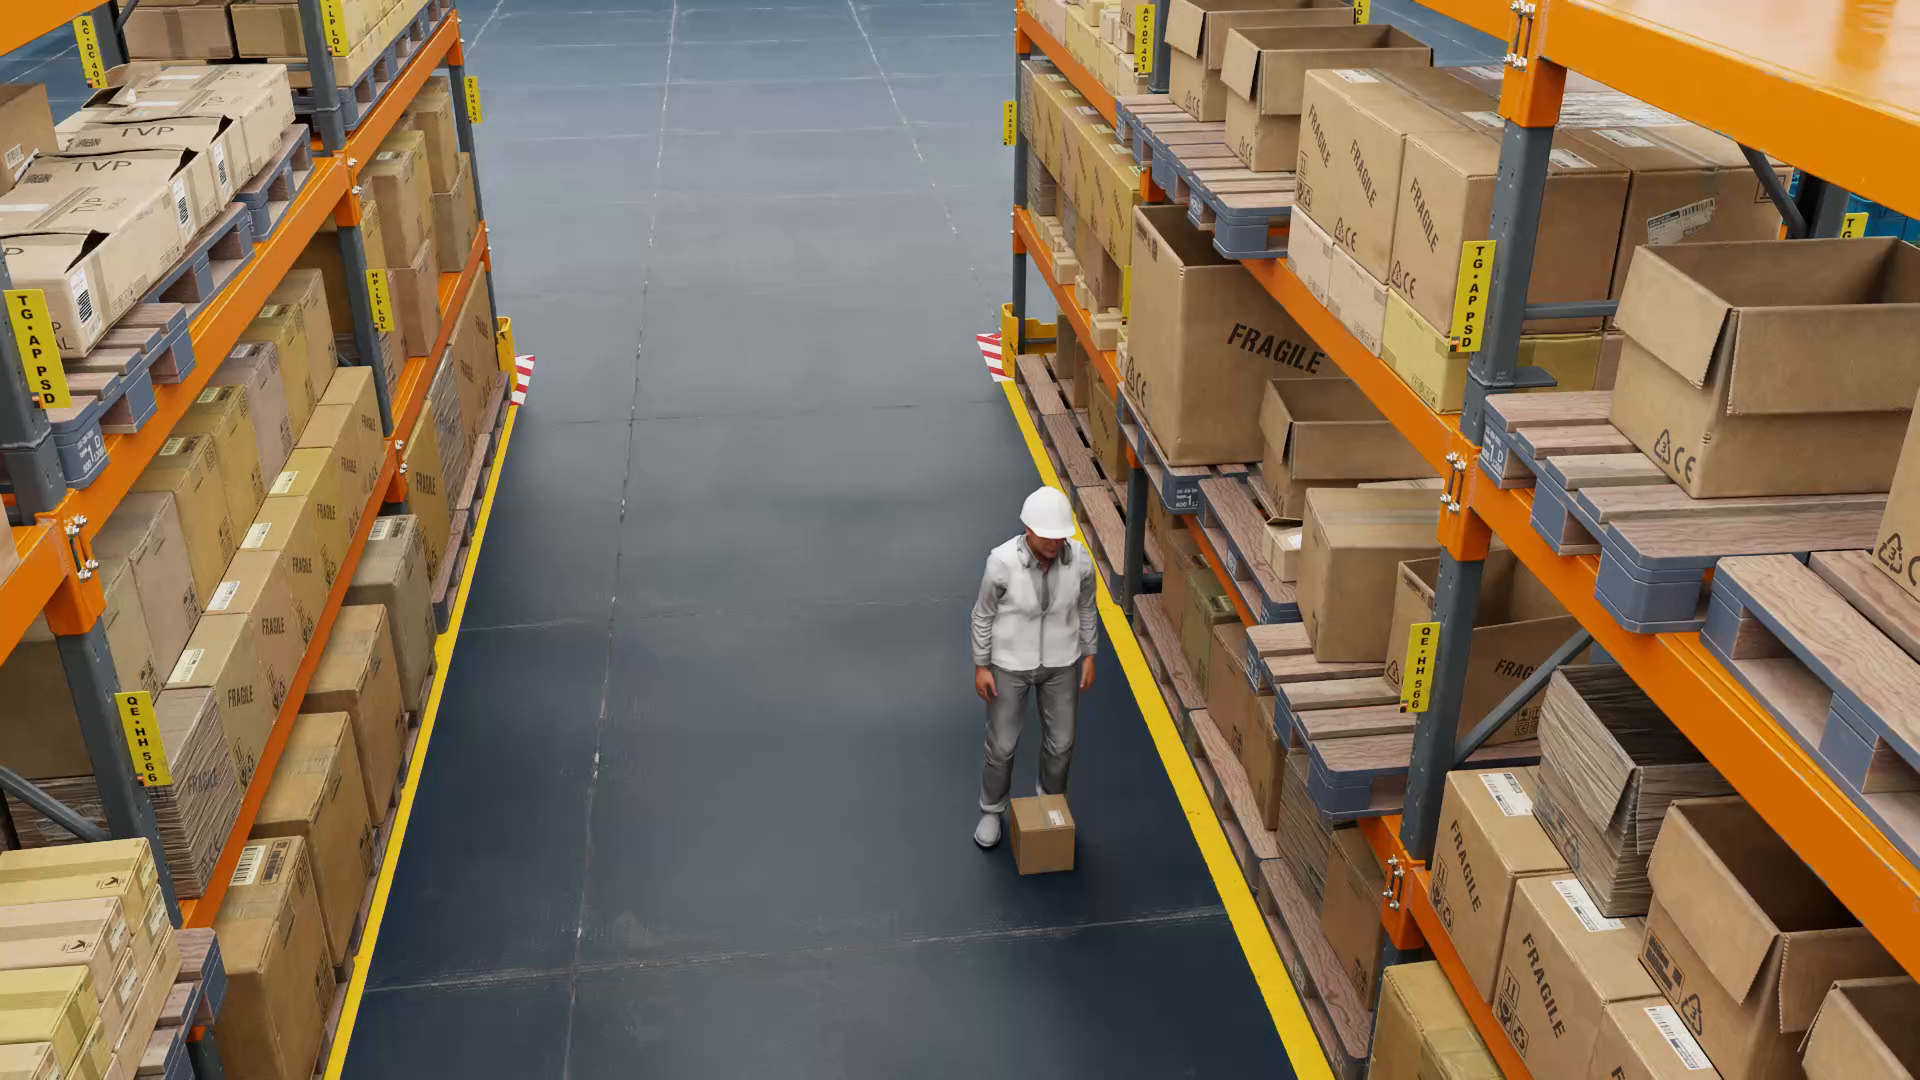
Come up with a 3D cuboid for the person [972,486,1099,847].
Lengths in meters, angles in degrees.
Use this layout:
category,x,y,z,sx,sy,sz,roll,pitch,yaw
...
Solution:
category,x,y,z,sx,sy,sz,roll,pitch,yaw
person,0.338,0.552,7.504,0.590,1.770,0.465,-5,27,-10
